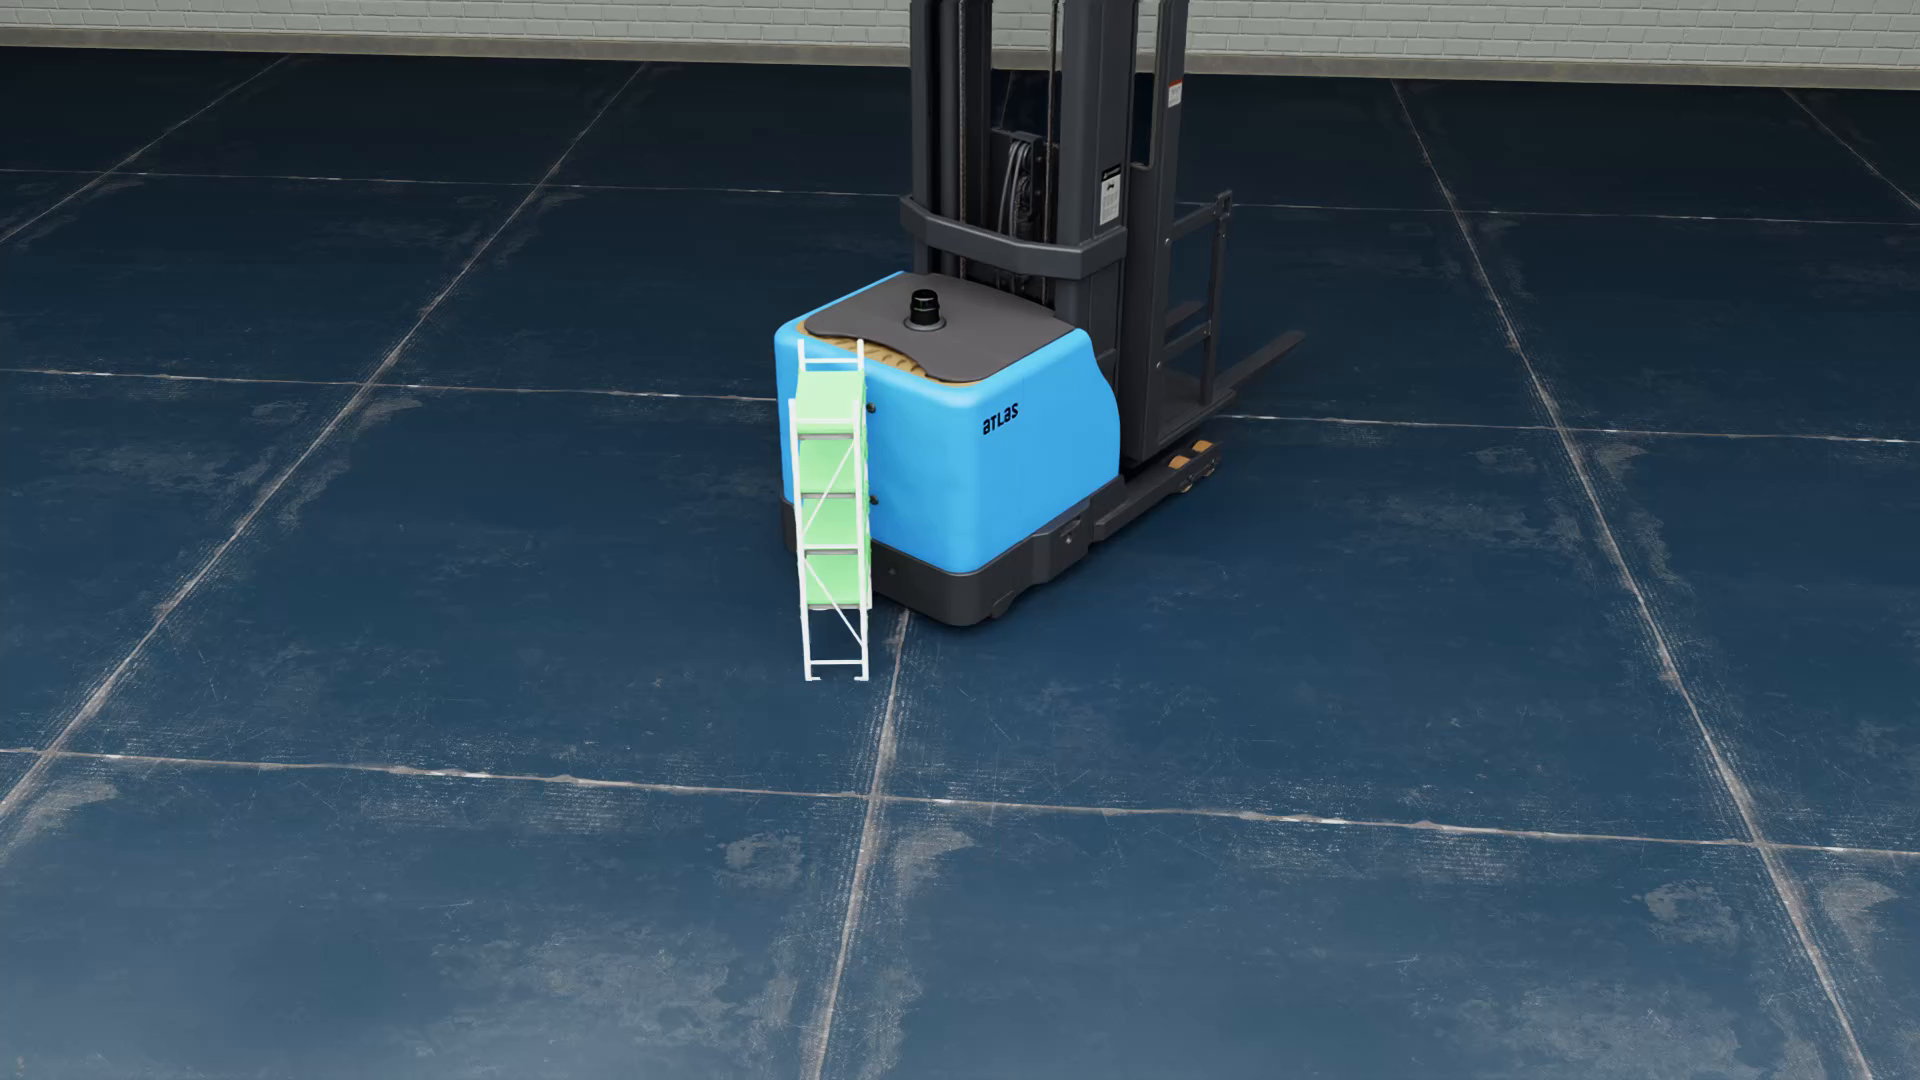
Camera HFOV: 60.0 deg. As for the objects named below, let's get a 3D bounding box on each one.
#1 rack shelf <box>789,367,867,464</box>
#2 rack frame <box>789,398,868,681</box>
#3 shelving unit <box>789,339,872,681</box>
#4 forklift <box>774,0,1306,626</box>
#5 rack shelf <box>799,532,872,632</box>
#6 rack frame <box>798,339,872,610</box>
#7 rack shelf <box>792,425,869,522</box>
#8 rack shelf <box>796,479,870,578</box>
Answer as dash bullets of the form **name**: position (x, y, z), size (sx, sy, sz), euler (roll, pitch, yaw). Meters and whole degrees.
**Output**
- **rack shelf**: position (-0.476, -0.457, 6.054), size (0.258, 0.148, 0.480), euler (-1, 32, -1)
- **rack frame**: position (-0.472, 0.026, 6.065), size (0.240, 1.200, 0.015), euler (-1, 32, -1)
- **shelving unit**: position (-0.476, -0.102, 6.273), size (0.258, 1.200, 0.503), euler (-1, 32, -1)
- **forklift**: position (0.566, -1.613, 7.074), size (1.130, 2.935, 3.031), euler (23, 38, 32)
- **rack shelf**: position (-0.476, 0.156, 6.432), size (0.258, 0.148, 0.480), euler (-1, 32, -1)
- **rack frame**: position (-0.480, -0.230, 6.480), size (0.240, 1.200, 0.015), euler (-1, 32, -1)
- **rack shelf**: position (-0.476, -0.252, 6.180), size (0.258, 0.148, 0.480), euler (-1, 32, -1)
- **rack shelf**: position (-0.476, -0.048, 6.306), size (0.258, 0.148, 0.480), euler (-1, 32, -1)
